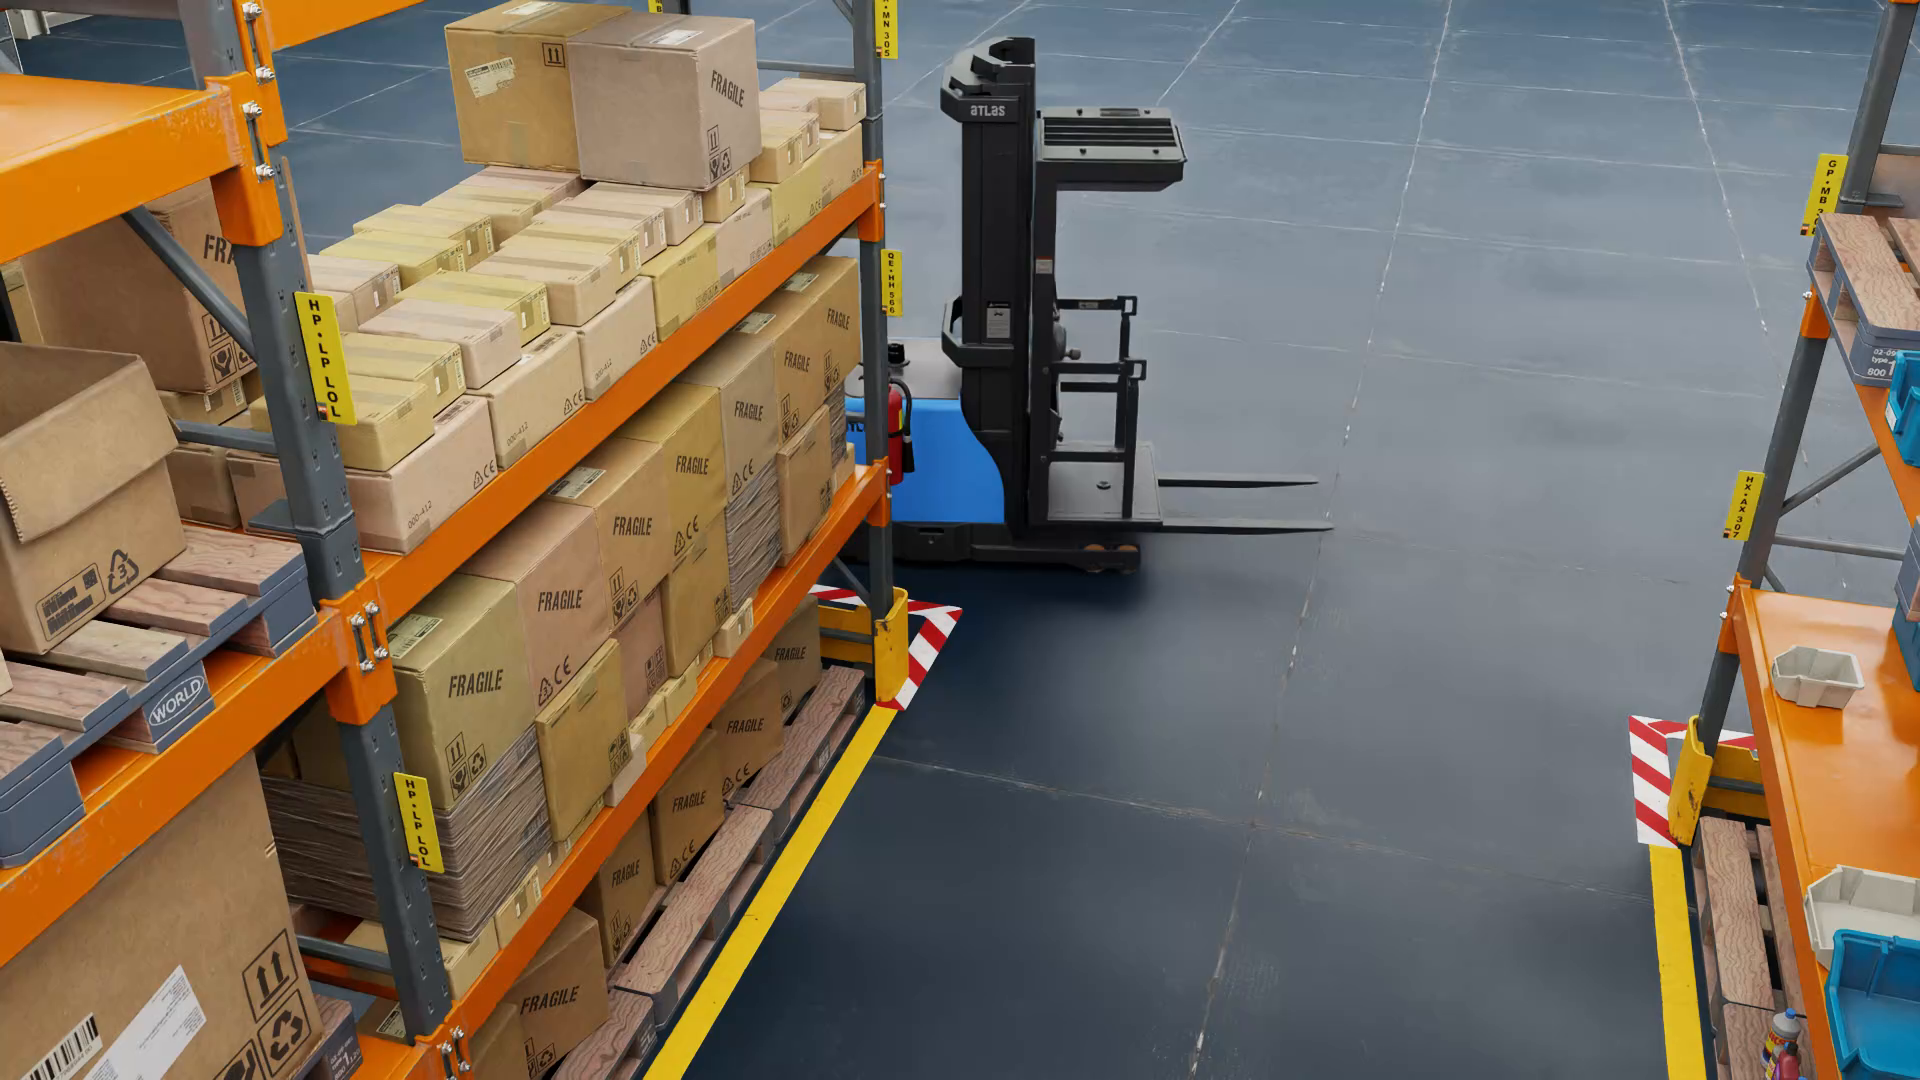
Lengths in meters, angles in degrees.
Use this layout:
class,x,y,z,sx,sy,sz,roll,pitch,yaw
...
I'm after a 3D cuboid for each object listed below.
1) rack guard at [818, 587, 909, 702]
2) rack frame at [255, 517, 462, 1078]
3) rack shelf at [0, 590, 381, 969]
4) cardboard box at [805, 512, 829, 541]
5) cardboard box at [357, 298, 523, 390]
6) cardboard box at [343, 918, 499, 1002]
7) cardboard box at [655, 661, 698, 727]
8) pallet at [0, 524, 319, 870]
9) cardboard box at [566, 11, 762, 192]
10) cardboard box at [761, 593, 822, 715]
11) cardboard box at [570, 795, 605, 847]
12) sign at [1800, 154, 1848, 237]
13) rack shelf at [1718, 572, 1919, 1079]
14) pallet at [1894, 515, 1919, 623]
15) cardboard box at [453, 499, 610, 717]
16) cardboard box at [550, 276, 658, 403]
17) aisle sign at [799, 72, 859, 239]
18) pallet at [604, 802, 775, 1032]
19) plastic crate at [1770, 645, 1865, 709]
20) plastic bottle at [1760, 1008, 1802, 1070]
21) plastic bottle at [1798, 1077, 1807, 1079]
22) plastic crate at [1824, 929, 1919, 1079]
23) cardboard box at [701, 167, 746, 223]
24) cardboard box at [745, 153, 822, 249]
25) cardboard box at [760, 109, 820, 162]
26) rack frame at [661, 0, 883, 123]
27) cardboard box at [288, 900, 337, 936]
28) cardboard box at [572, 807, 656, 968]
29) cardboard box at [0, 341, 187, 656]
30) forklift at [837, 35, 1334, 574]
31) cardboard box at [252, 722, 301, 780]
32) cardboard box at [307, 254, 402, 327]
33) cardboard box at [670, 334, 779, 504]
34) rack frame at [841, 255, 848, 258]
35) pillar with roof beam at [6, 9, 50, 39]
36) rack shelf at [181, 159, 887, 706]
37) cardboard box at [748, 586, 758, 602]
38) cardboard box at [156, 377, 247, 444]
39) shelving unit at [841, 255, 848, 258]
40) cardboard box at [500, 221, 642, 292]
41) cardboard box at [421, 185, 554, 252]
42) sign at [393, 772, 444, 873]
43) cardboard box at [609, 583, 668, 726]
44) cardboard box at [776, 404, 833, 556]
class,x,y,z,sx,sy,sz,roll,pitch,yaw
rack guard,-0.867,0.477,8.879,1.175,0.500,0.348,8,30,15
rack frame,-2.019,1.208,4.993,1.000,3.000,0.127,8,30,15
rack shelf,-2.606,1.141,2.768,1.077,0.370,4.000,8,30,15
cardboard box,-0.829,-0.140,7.674,0.380,0.149,0.250,8,30,15
cardboard box,-1.516,-0.576,4.858,0.380,0.149,0.250,9,30,15
cardboard box,-1.668,1.261,5.157,0.380,0.149,0.250,8,30,15
cardboard box,-1.241,0.562,6.413,0.380,0.149,0.250,8,30,15
pallet,-2.302,0.251,3.821,1.213,0.211,1.003,8,30,15
cardboard box,-1.058,-1.598,6.028,0.500,0.500,0.500,8,30,15
cardboard box,-1.044,0.546,8.323,0.500,0.500,0.500,14,32,24
cardboard box,-1.471,0.909,5.790,0.380,0.149,0.250,8,30,15
sign,3.365,-1.340,6.478,0.100,0.325,0.005,8,30,15
rack shelf,3.303,1.300,5.568,1.077,0.370,4.000,8,30,15
pallet,2.834,0.337,3.667,1.213,0.211,1.003,8,30,15
cardboard box,-1.499,0.192,5.382,0.500,0.500,0.500,8,30,15
cardboard box,-1.336,-0.686,5.466,0.500,0.250,0.500,7,30,13
aisle sign,-0.540,-1.773,7.678,0.394,0.787,0.004,8,30,15
pallet,-1.499,1.540,7.264,1.003,0.211,1.213,8,30,15
plastic crate,3.320,0.541,6.463,0.298,0.136,0.250,8,30,15
plastic bottle,3.060,1.854,6.186,0.097,0.271,0.097,0,29,0
plastic bottle,2.959,2.013,5.900,0.097,0.271,0.097,0,29,0
plastic crate,2.781,1.427,4.753,0.499,0.251,0.616,8,30,15
cardboard box,-1.017,-1.293,6.148,0.380,0.149,0.250,7,30,12
cardboard box,-0.887,-1.404,6.756,0.500,0.250,0.500,9,30,15
cardboard box,-0.792,-1.650,6.789,0.380,0.149,0.250,7,30,13
rack frame,-0.845,-3.273,6.876,1.000,3.000,0.127,8,30,15
cardboard box,-2.237,1.176,5.309,0.380,0.149,0.250,8,30,15
cardboard box,-1.595,1.370,6.842,0.500,0.500,0.500,6,30,10
cardboard box,-2.252,-0.127,3.770,0.797,0.503,0.637,7,30,12
forklift,0.733,-1.347,9.657,3.031,2.935,1.130,1,29,2
cardboard box,-2.150,0.349,5.100,0.500,0.500,0.500,8,30,15
cardboard box,-1.987,-0.776,5.218,0.380,0.149,0.250,8,30,13
cardboard box,-1.061,-0.506,6.636,0.500,0.500,0.500,8,30,15
rack frame,-0.948,-1.128,10.736,0.500,1.500,0.032,5,30,9
pillar with roof beam,-8.493,-10.161,19.258,9.100,9.000,0.400,8,30,15
rack shelf,-1.432,-0.718,6.110,1.077,0.370,4.000,8,30,15
cardboard box,-1.083,0.204,7.056,0.380,0.149,0.250,8,30,15
cardboard box,-2.200,-0.404,4.549,0.380,0.149,0.250,9,30,16
shelving unit,-1.041,-0.885,10.299,0.538,1.500,1.048,5,30,9
cardboard box,-1.282,-0.930,5.495,0.380,0.149,0.250,8,30,14
cardboard box,-1.655,-1.130,5.854,0.380,0.149,0.250,7,30,13
sign,-1.487,0.779,4.572,0.100,0.325,0.005,8,30,15
cardboard box,-1.597,0.360,6.109,0.875,0.500,0.500,8,30,15
cardboard box,-1.065,-0.324,7.337,0.875,0.500,0.500,8,30,15
